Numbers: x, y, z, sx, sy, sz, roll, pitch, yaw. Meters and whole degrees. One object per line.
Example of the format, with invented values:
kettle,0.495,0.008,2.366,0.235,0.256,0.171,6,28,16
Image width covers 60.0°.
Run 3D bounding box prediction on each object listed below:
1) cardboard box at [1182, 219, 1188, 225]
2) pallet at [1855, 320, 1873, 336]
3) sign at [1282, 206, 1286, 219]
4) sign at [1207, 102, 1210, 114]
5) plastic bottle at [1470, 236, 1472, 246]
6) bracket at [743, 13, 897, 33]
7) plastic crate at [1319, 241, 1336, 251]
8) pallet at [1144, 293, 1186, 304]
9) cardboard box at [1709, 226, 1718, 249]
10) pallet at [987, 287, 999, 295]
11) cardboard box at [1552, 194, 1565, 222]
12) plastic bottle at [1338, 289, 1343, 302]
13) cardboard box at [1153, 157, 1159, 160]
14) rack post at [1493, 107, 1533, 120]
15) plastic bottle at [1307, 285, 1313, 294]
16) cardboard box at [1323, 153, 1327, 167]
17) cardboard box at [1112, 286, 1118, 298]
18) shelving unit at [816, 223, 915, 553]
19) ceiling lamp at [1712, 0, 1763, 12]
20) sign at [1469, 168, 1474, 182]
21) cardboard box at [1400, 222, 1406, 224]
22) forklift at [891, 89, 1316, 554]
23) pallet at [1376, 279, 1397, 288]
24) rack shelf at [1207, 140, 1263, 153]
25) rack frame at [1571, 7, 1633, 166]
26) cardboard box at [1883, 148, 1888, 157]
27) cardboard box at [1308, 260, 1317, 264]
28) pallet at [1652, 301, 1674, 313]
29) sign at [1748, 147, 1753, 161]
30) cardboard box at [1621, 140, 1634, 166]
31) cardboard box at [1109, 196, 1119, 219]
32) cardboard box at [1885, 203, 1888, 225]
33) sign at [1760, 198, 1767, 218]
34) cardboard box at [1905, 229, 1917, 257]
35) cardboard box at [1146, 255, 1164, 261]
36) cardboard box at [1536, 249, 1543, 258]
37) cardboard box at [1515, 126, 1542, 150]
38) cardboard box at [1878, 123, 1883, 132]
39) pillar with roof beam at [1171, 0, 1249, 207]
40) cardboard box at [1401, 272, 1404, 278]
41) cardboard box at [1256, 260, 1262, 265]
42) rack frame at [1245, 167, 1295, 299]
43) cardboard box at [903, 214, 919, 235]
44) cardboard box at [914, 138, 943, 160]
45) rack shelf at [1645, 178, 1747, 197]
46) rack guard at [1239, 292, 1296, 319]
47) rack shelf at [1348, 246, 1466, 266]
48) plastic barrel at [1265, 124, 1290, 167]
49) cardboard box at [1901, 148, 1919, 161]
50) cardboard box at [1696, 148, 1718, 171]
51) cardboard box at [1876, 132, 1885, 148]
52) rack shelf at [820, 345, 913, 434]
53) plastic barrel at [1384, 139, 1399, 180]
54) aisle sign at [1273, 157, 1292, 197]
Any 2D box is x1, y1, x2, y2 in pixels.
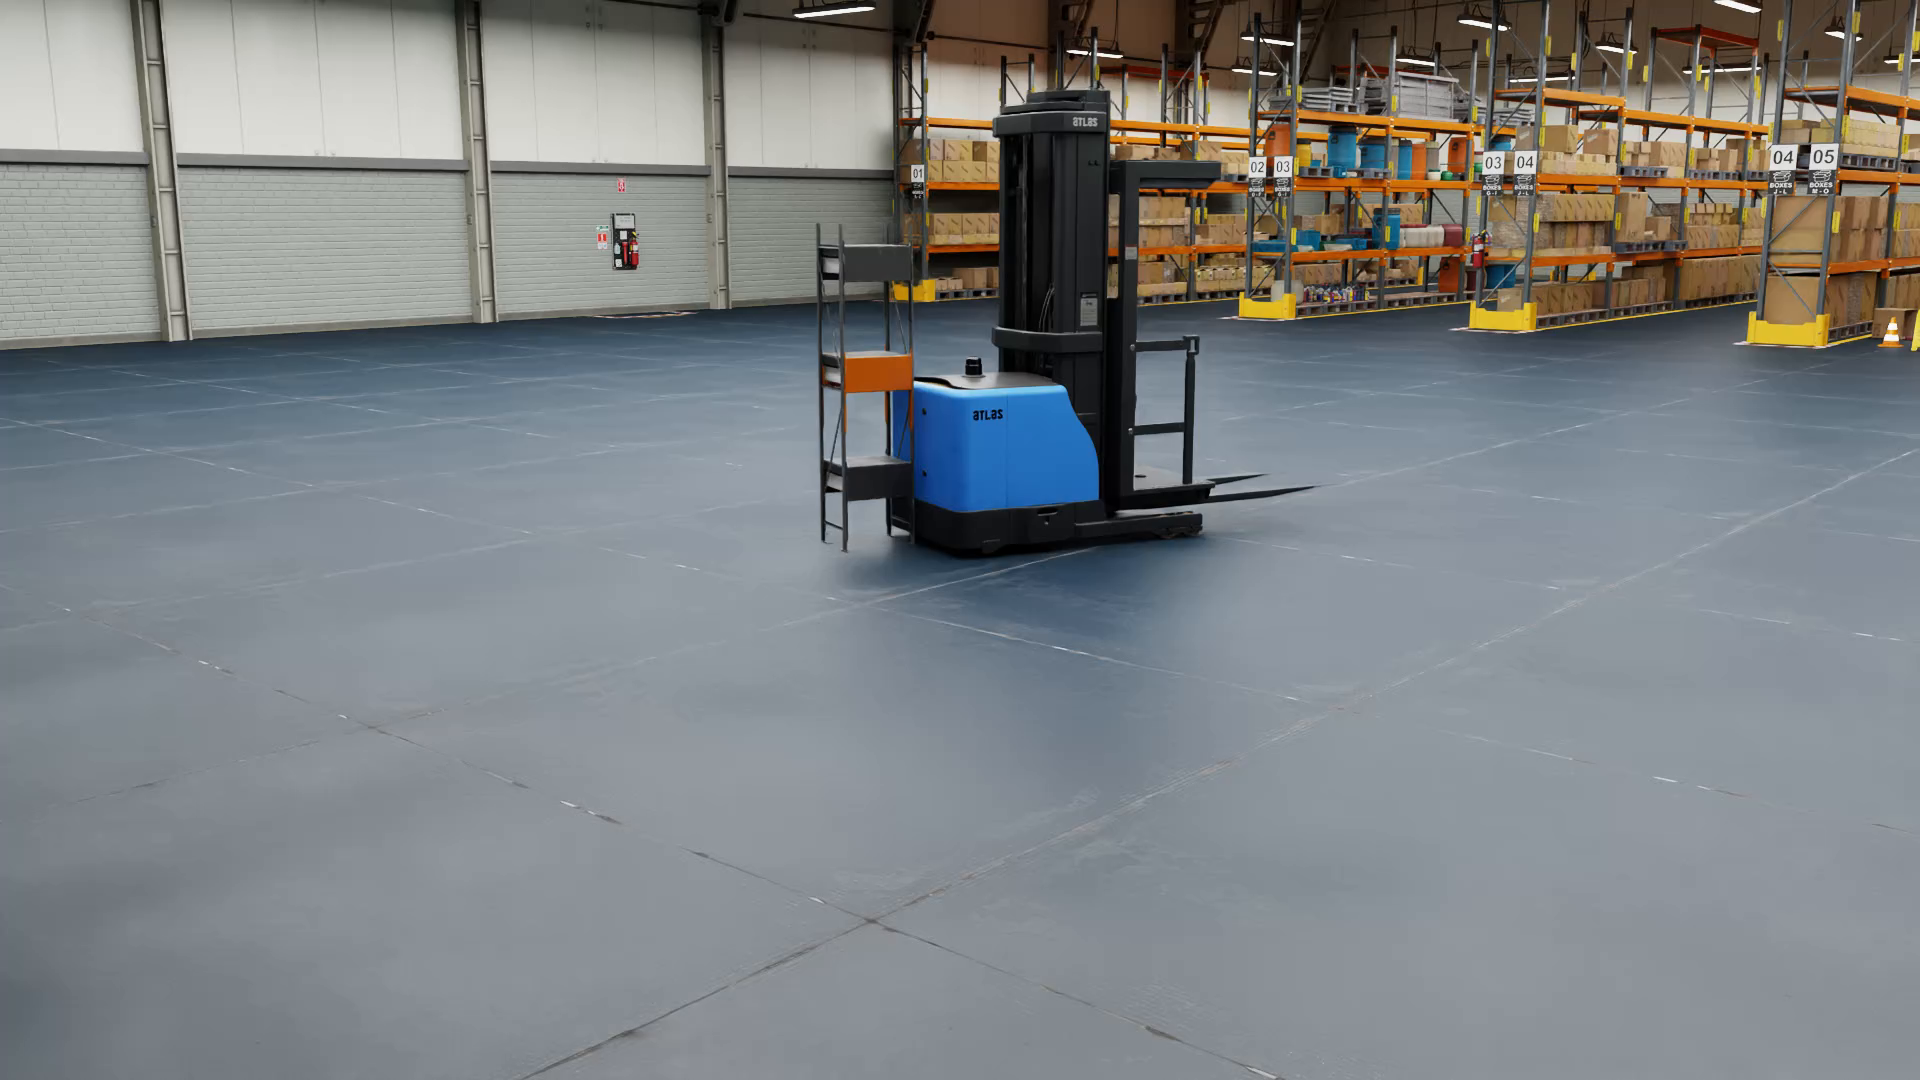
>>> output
cardboard box,5.163,-7.536,39.371,0.380,0.149,0.250,10,15,40
pallet,15.719,-3.830,29.847,1.003,0.211,1.213,10,15,40
sign,8.241,-8.321,42.260,0.100,0.325,0.005,10,15,40
sign,7.154,-12.424,47.851,0.100,0.325,0.005,10,15,40
plastic bottle,12.166,-7.156,39.711,0.097,0.271,0.097,0,11,0
bracket,-3.089,-11.721,37.731,0.076,0.066,4.783,10,15,40
plastic crate,7.792,-6.328,35.778,0.450,0.188,0.662,10,15,40
pallet,4.625,-5.757,39.498,1.003,0.211,1.213,10,15,40
cardboard box,16.792,-6.854,37.615,0.500,0.500,0.500,10,15,41
pallet,1.041,-6.406,42.743,1.003,0.211,1.213,10,15,40
cardboard box,10.883,-6.170,30.877,0.500,0.500,0.500,10,15,40
plastic bottle,8.116,-5.206,35.461,0.097,0.271,0.097,0,11,0
cardboard box,4.294,-8.819,38.846,0.500,0.311,0.500,9,14,37
rack post,13.601,-10.557,41.287,0.937,0.300,0.954,9,15,39
plastic bottle,7.527,-5.329,35.876,0.144,0.351,0.185,11,15,43
cardboard box,9.650,-10.023,44.492,0.600,0.600,0.600,10,15,40
cardboard box,3.389,-5.630,37.687,0.500,0.250,0.500,10,15,40
shelving unit,-0.615,-1.003,10.871,0.503,2.100,0.431,-6,13,-27
ceiling lamp,14.602,-11.383,30.326,0.800,3.185,2.000,10,15,40
sign,11.958,-8.533,38.887,0.100,0.325,0.005,10,15,40
cardboard box,12.338,-8.800,47.359,0.500,0.500,0.500,10,15,41
forklift,1.079,-1.528,11.378,3.031,2.935,1.130,-6,13,-27
pallet,11.722,-7.327,47.358,1.003,0.211,1.213,10,15,40
rack shelf,8.059,-11.741,49.876,1.077,0.370,4.000,10,15,40
rack frame,12.620,-8.897,32.781,1.000,3.000,0.127,10,15,40
cardboard box,15.775,-6.694,28.722,0.380,0.149,0.250,10,15,41
cardboard box,9.300,-7.584,44.870,0.500,0.250,0.500,10,15,40
pallet,14.744,-5.061,36.013,1.003,0.211,1.213,10,15,40
sign,18.315,-8.942,38.542,0.100,0.325,0.005,10,15,40
cardboard box,13.005,-7.739,33.305,0.797,0.503,0.637,9,14,38
cardboard box,3.237,-7.486,37.466,0.700,0.500,0.500,9,15,39
cardboard box,16.010,-5.852,29.713,0.875,0.550,0.550,10,15,40
sign,13.241,-5.467,27.362,0.100,0.325,0.005,10,15,40
cardboard box,17.493,-5.538,31.026,0.500,0.500,0.500,10,15,40
cardboard box,5.265,-7.836,47.201,0.750,0.750,0.750,10,15,40
cardboard box,10.527,-5.289,30.674,0.380,0.149,0.250,10,15,40
cardboard box,10.813,-7.538,31.346,0.500,0.500,0.500,10,15,40
cardboard box,15.444,-7.012,28.280,0.380,0.149,0.250,10,15,40
pillar with roof beam,9.785,-11.653,46.582,9.100,9.000,0.548,10,15,40
cardboard box,12.594,-7.669,48.057,0.380,0.166,0.250,10,15,40
cardboard box,8.992,-8.506,51.450,0.700,0.500,0.500,10,15,40
rack frame,6.259,-6.007,33.628,1.000,3.000,0.127,10,15,40
cardboard box,-1.031,-7.689,40.465,0.500,0.500,0.500,10,15,40
cardboard box,-0.746,-9.333,39.764,0.500,0.500,0.500,8,14,36
rack shelf,16.581,-7.956,37.565,1.077,0.370,4.000,10,15,40
rack guard,6.274,-4.798,33.959,1.175,0.500,0.348,10,15,40
rack shelf,10.220,-6.537,38.118,1.077,0.370,4.000,10,15,40
plastic barrel,6.485,-7.982,33.691,0.600,0.830,0.708,10,15,40
cardboard box,17.674,-7.207,30.993,0.396,0.266,0.258,10,15,40
cardboard box,16.593,-8.574,37.488,0.797,0.503,0.637,10,15,40
cardboard box,15.482,-6.844,28.456,0.500,0.250,0.500,10,15,40
rack shelf,-0.615,-0.989,10.874,0.480,0.518,0.431,-6,13,-27
plastic barrel,9.504,-8.511,37.228,0.600,0.901,0.600,0,11,0
aisle sign,6.432,-7.233,33.131,0.394,0.787,0.004,10,15,40
